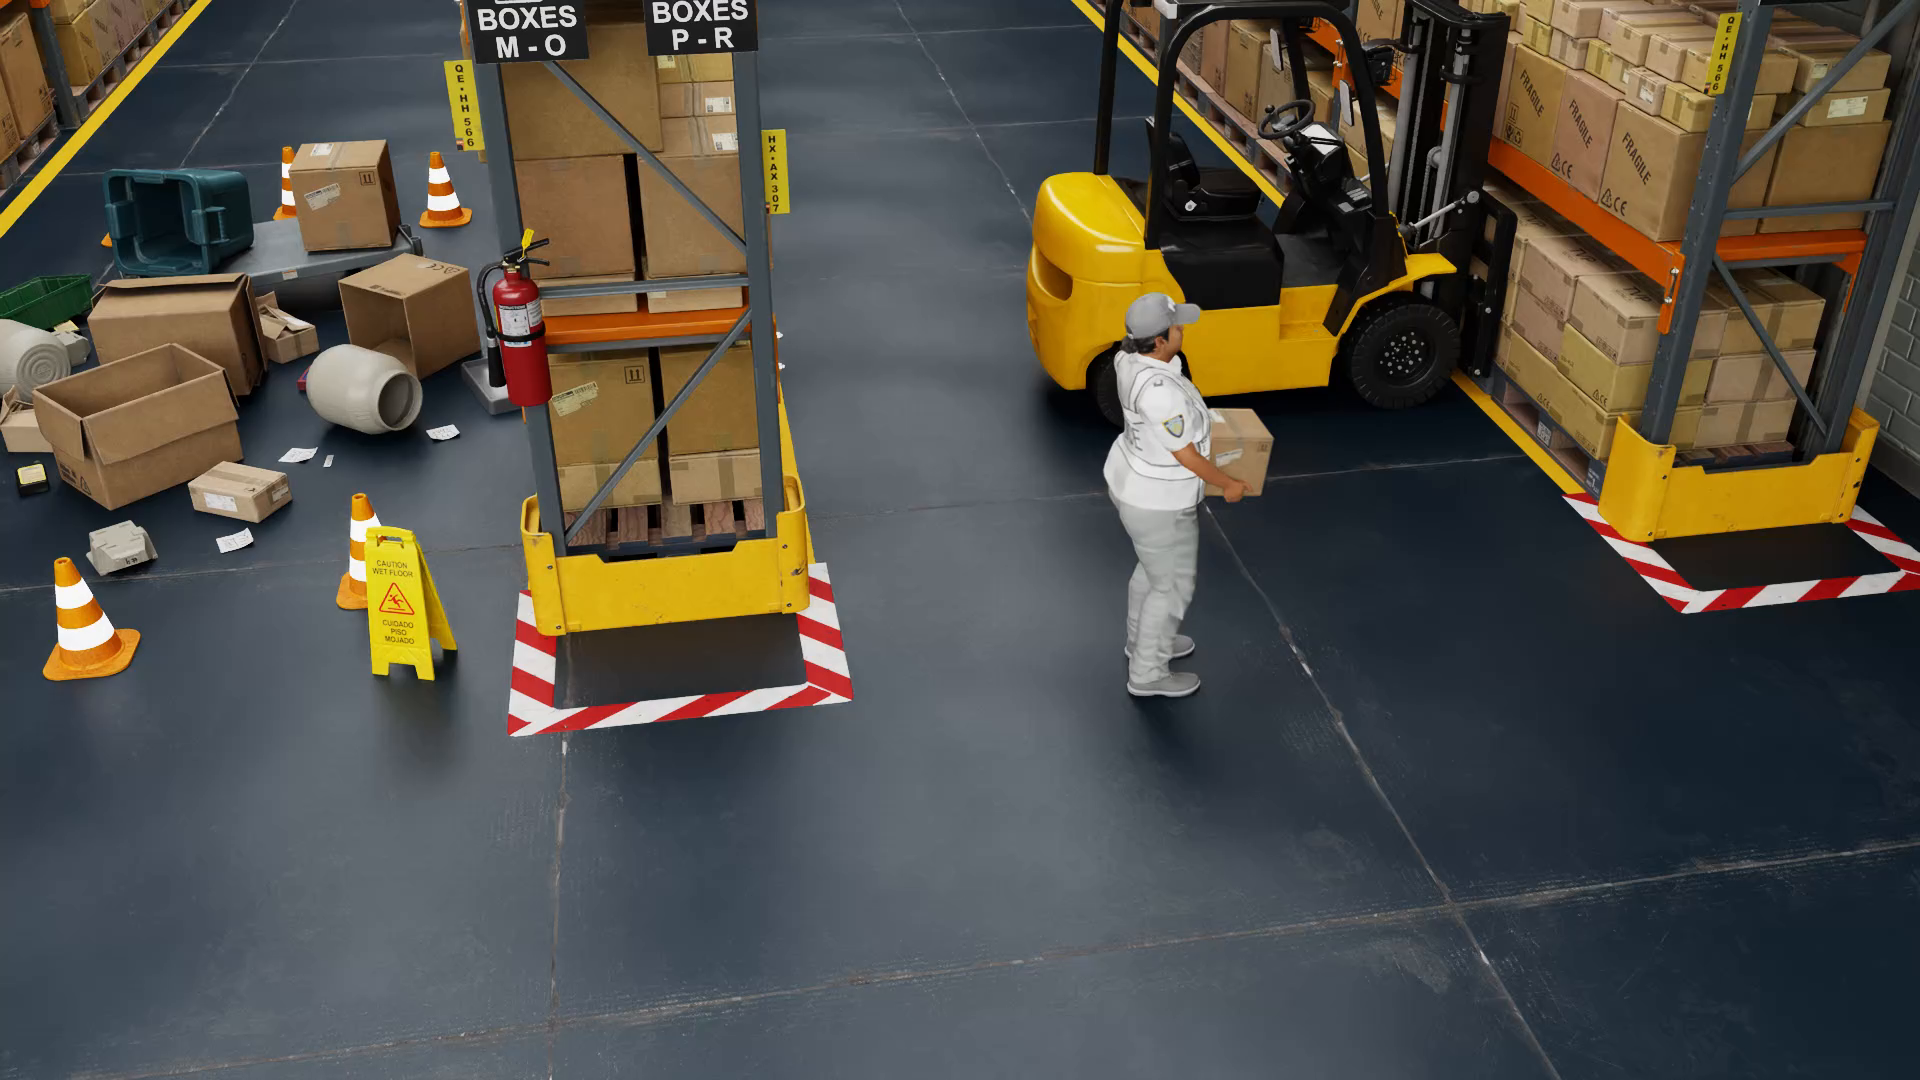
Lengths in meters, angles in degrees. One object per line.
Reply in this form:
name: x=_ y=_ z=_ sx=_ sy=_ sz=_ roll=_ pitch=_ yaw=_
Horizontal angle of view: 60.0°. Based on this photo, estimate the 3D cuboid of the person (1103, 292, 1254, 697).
person: x=0.831 y=-0.183 z=6.443 sx=0.534 sy=1.653 sz=0.453 roll=-5 pitch=31 yaw=-9
